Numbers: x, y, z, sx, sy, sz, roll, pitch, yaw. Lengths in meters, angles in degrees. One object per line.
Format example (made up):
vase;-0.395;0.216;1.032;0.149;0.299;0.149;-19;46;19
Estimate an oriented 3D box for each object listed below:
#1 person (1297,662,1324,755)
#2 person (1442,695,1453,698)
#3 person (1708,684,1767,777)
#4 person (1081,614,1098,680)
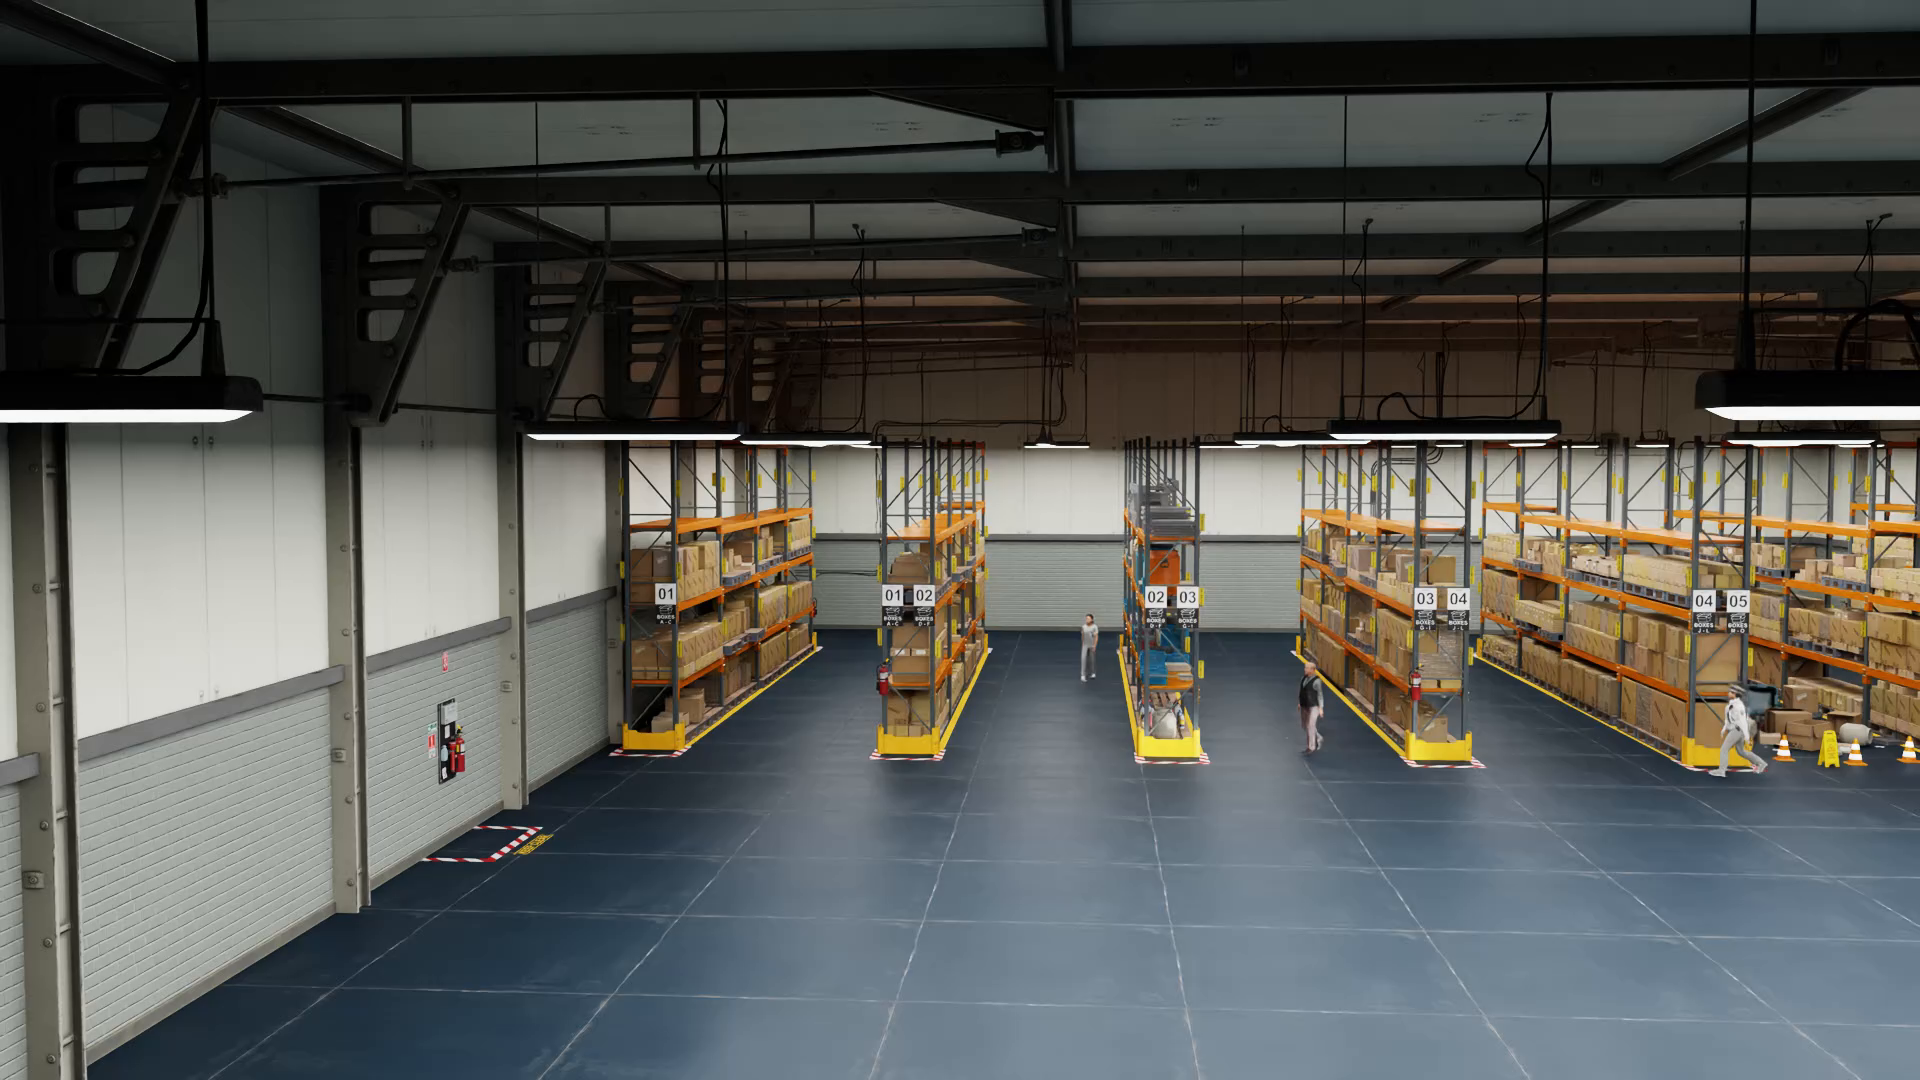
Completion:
person;6.686;3.169;31.534;0.718;1.715;0.529;-1;3;-26
person;11.252;2.852;38.555;0.467;1.604;0.408;1;3;17
person;13.639;3.332;29.167;0.967;1.613;0.546;1;3;10
person;3.229;2.678;41.581;0.457;1.590;0.977;1;3;16
